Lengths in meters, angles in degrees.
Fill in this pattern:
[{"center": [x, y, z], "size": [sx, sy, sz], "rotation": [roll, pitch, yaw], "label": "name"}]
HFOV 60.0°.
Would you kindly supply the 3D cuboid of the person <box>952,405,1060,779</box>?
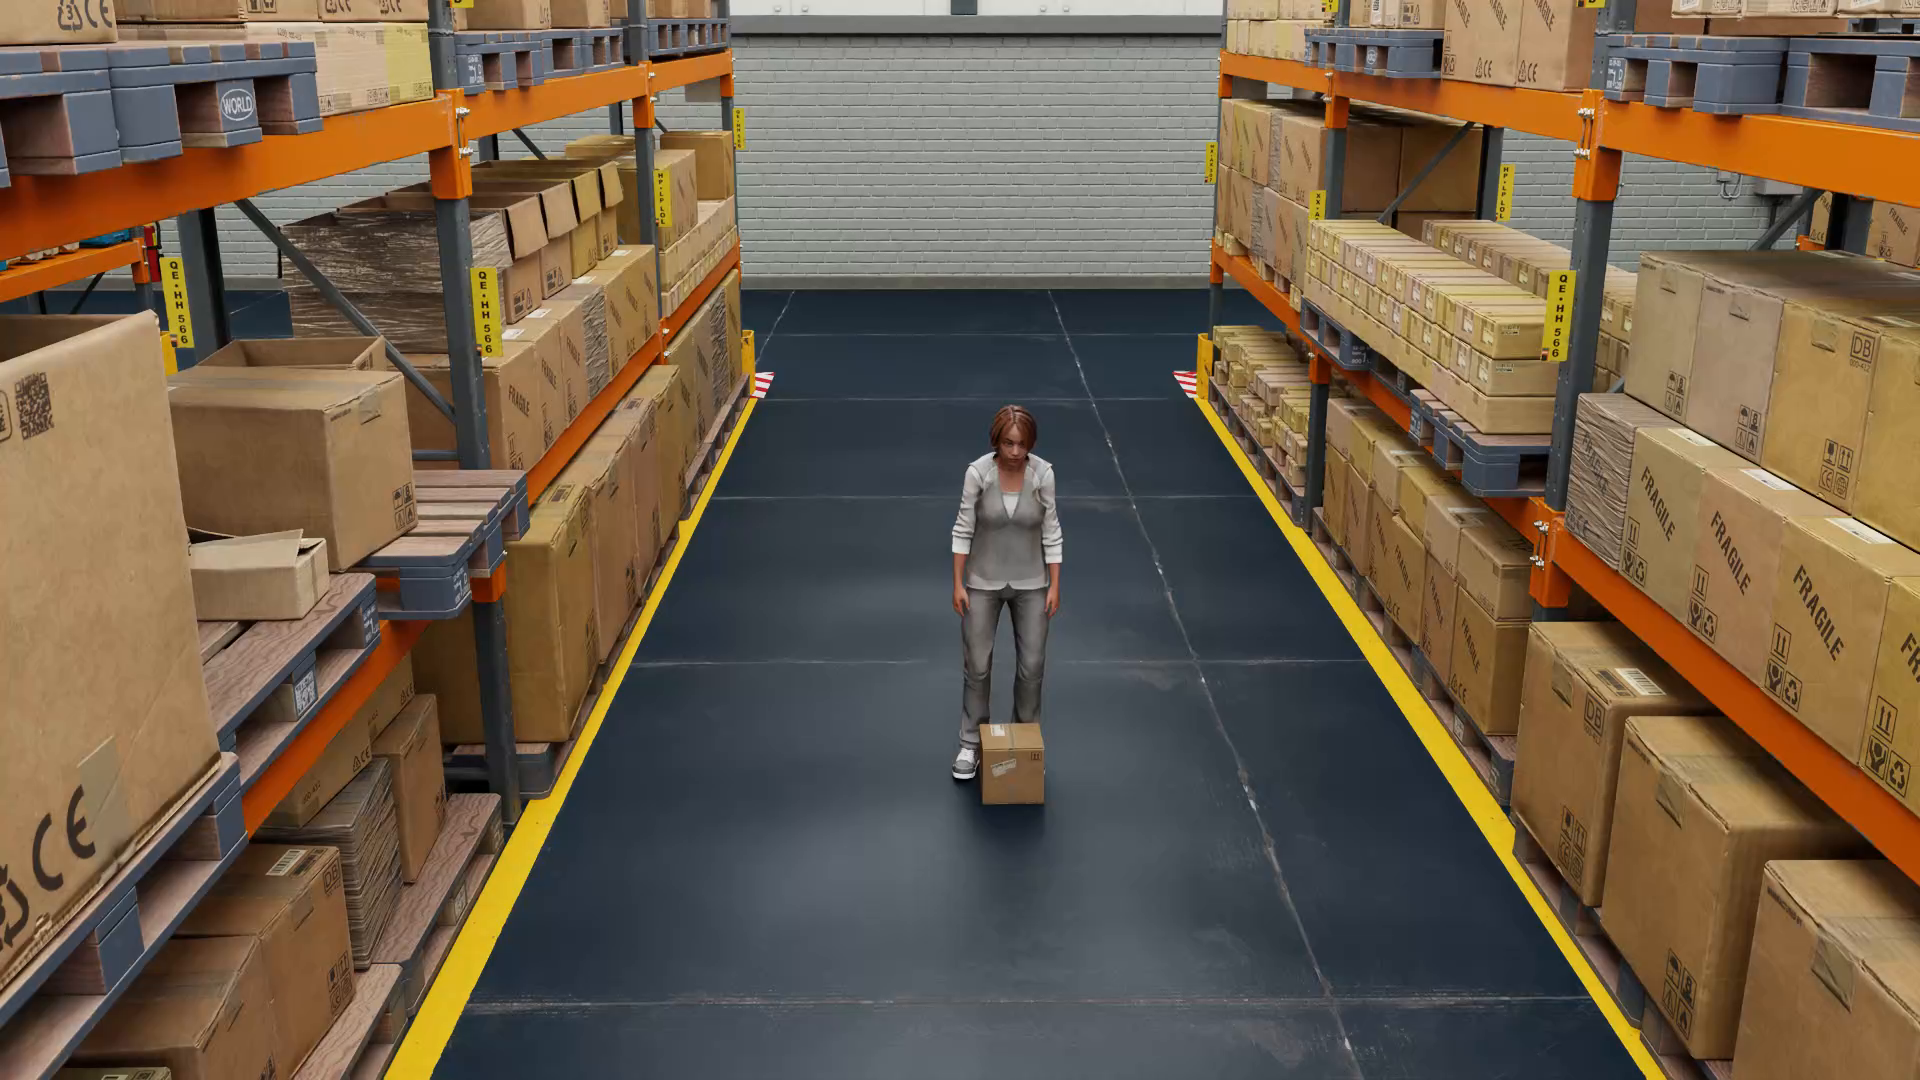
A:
[{"center": [0.189, 0.216, 6.898], "size": [0.451, 1.581, 0.344], "rotation": [-1, 17, -2], "label": "person"}]
